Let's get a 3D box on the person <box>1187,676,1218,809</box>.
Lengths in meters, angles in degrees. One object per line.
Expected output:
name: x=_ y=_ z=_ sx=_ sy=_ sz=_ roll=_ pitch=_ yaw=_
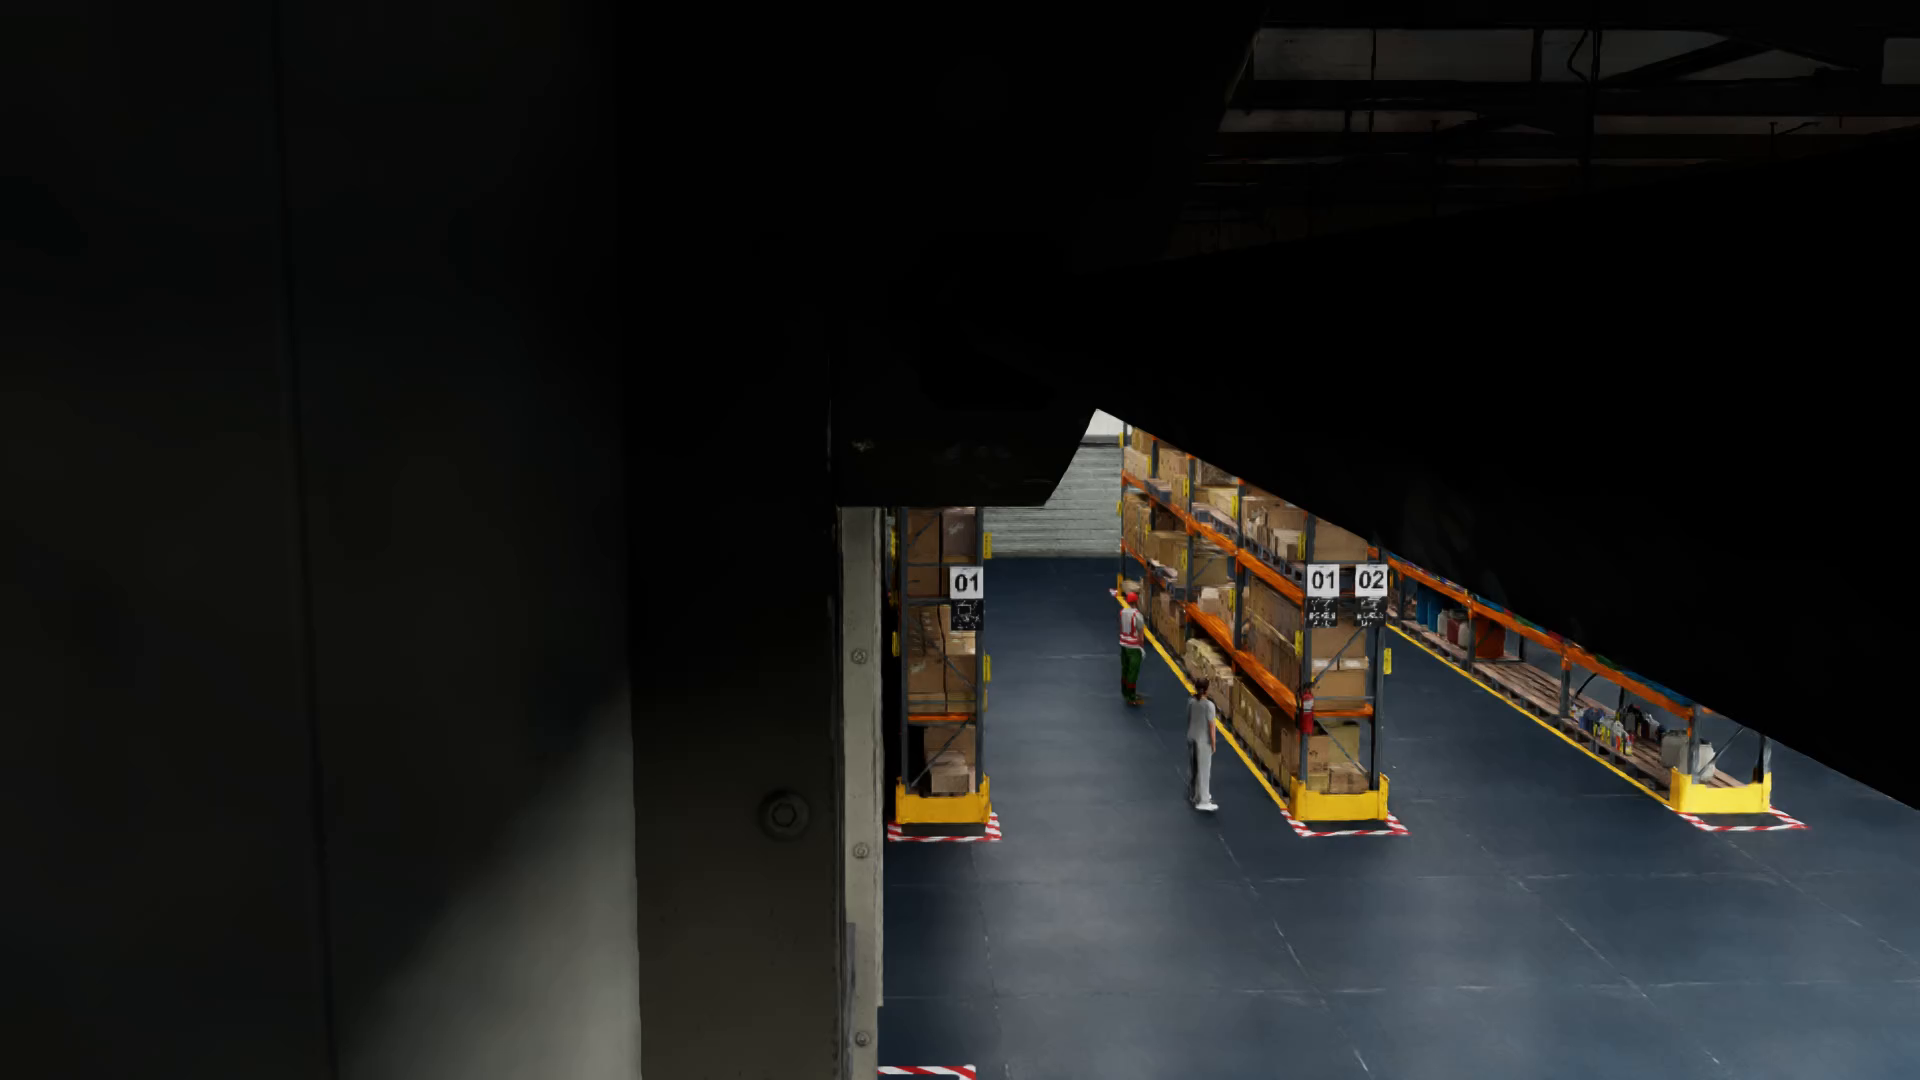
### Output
person: x=3.085 y=2.543 z=21.056 sx=0.431 sy=1.677 sz=0.496 roll=-5 pitch=10 yaw=-34

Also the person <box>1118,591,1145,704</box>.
person: x=2.778 y=1.699 z=26.600 sx=0.450 sy=1.789 sz=0.605 roll=-5 pitch=10 yaw=-33

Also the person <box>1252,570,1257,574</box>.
person: x=6.471 y=0.501 z=35.465 sx=0.543 sy=1.700 sz=1.115 roll=0 pitch=8 yaw=0
